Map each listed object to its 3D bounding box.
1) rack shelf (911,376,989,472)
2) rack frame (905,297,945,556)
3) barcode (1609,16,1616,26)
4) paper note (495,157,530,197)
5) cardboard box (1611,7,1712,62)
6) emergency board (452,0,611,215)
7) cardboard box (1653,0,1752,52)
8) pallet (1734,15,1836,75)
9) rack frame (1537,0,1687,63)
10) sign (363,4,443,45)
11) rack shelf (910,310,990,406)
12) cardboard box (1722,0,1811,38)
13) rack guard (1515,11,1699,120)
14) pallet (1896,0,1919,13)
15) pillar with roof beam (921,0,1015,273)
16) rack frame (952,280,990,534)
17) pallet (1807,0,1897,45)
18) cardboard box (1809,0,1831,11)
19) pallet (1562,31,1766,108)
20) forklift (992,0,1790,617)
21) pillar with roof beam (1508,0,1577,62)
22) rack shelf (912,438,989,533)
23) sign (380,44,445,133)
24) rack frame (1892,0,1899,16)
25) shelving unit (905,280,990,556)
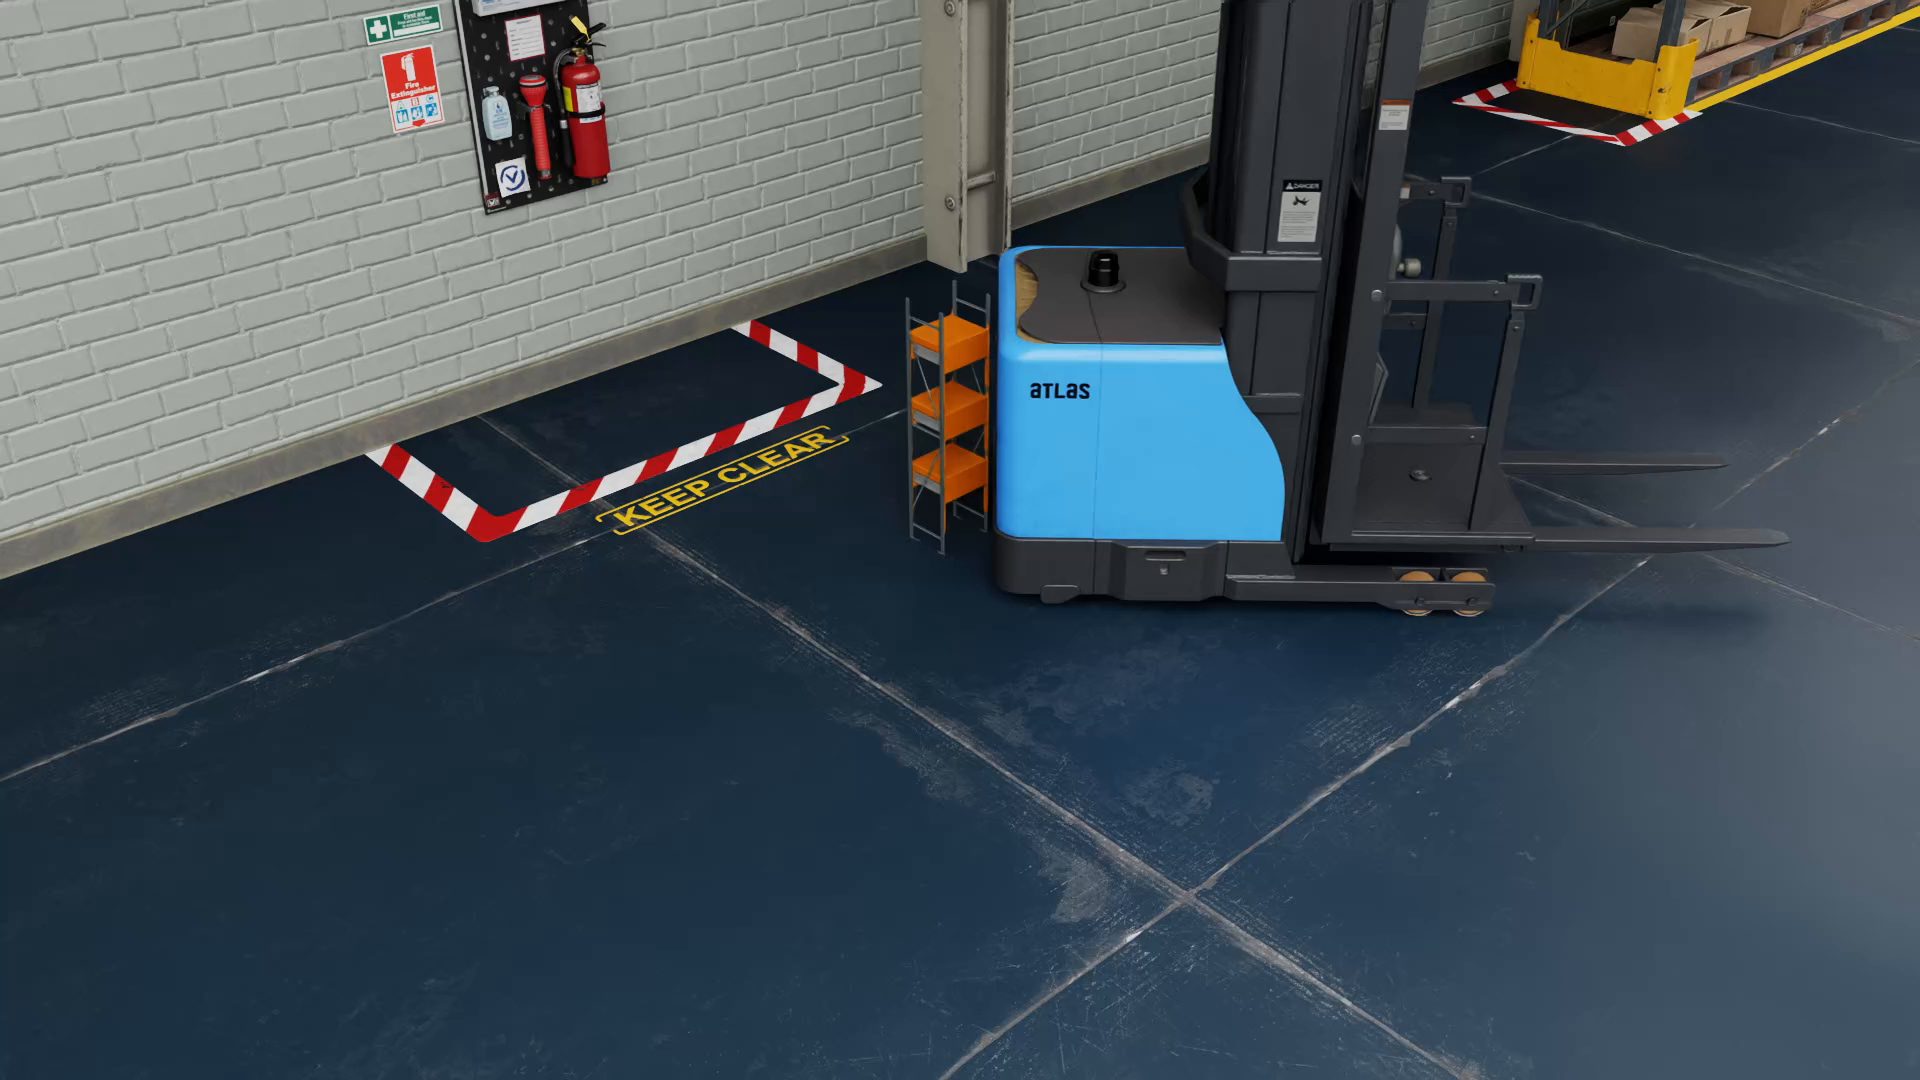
[{"bbox_3d":[-0.045,-0.457,6.511,0.240,0.259,0.215,-27,40,-36],"label":"rack shelf"},{"bbox_3d":[-0.133,-0.422,6.433,0.008,1.050,0.200,-27,40,-36],"label":"rack frame"},{"bbox_3d":[4.827,-3.840,12.301,0.075,0.075,0.001,-26,40,-35],"label":"barcode"},{"bbox_3d":[-1.972,-1.602,7.338,0.142,0.148,0.016,-26,40,-35],"label":"paper note"},{"bbox_3d":[5.086,-3.676,12.042,0.500,0.311,0.500,24,39,34],"label":"cardboard box"},{"bbox_3d":[-1.795,-2.014,7.168,0.643,1.169,0.194,-26,40,-35],"label":"emergency board"},{"bbox_3d":[5.504,-3.879,12.373,0.500,0.311,0.500,-22,38,-32],"label":"cardboard box"},{"bbox_3d":[6.087,-3.967,13.036,1.213,0.211,1.003,-26,40,-35],"label":"pallet"},{"bbox_3d":[4.517,-4.425,11.111,0.127,3.000,1.000,-26,40,-35],"label":"rack frame"},{"bbox_3d":[-2.262,-2.097,6.761,0.331,0.109,0.001,-26,40,-35],"label":"sign"},{"bbox_3d":[-0.045,-0.699,6.363,0.240,0.259,0.215,-27,40,-36],"label":"rack shelf"},{"bbox_3d":[6.076,-4.200,12.718,0.700,0.500,0.500,26,40,36],"label":"cardboard box"},{"bbox_3d":[4.573,-3.385,11.807,0.348,0.500,1.175,-26,40,-35],"label":"rack guard"},{"bbox_3d":[8.020,-4.931,14.611,1.213,0.211,1.003,-26,40,-35],"label":"pallet"},{"bbox_3d":[2.970,-3.788,4.319,0.400,9.000,9.100,-26,40,-35],"label":"pillar with roof beam"},{"bbox_3d":[0.042,-0.510,6.578,0.008,1.050,0.200,-27,40,-36],"label":"rack frame"},{"bbox_3d":[6.982,-4.402,13.747,1.213,0.211,1.003,-26,40,-35],"label":"pallet"},{"bbox_3d":[6.716,-4.581,13.341,0.500,0.500,0.500,26,40,35],"label":"cardboard box"},{"bbox_3d":[5.193,-3.537,12.331,1.213,0.211,1.003,-26,40,-35],"label":"pallet"},{"bbox_3d":[1.647,-1.244,5.974,3.031,2.935,1.130,1,31,1],"label":"forklift"},{"bbox_3d":[7.369,-5.917,7.800,0.400,9.000,9.100,-26,40,-35],"label":"pillar with roof beam"},{"bbox_3d":[-0.045,-0.220,6.656,0.240,0.259,0.215,-27,40,-36],"label":"rack shelf"},{"bbox_3d":[-2.271,-1.872,6.902,0.234,0.329,0.001,-26,40,-35],"label":"sign"},{"bbox_3d":[7.450,-5.844,13.431,0.127,3.000,1.000,-26,40,-35],"label":"rack frame"},{"bbox_3d":[-0.045,-0.466,6.506,0.252,1.050,0.215,-27,40,-36],"label":"shelving unit"}]
